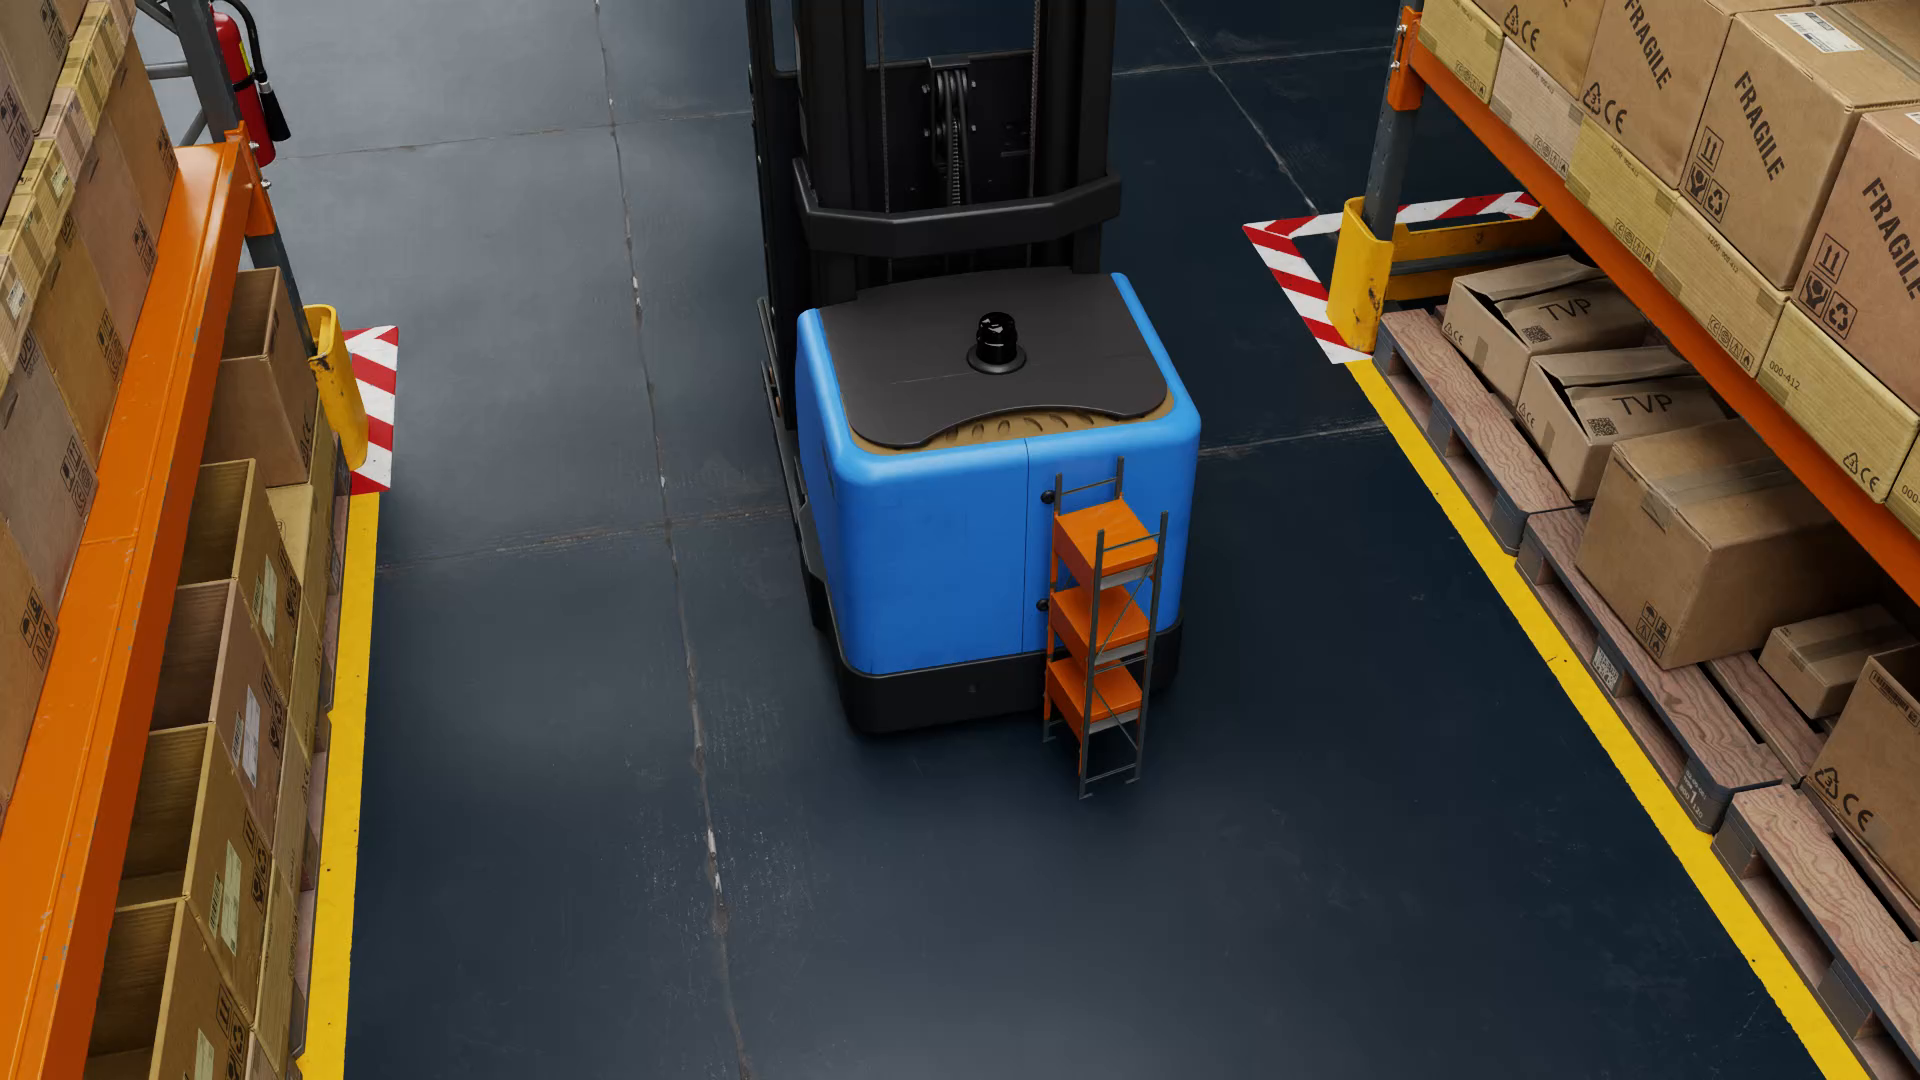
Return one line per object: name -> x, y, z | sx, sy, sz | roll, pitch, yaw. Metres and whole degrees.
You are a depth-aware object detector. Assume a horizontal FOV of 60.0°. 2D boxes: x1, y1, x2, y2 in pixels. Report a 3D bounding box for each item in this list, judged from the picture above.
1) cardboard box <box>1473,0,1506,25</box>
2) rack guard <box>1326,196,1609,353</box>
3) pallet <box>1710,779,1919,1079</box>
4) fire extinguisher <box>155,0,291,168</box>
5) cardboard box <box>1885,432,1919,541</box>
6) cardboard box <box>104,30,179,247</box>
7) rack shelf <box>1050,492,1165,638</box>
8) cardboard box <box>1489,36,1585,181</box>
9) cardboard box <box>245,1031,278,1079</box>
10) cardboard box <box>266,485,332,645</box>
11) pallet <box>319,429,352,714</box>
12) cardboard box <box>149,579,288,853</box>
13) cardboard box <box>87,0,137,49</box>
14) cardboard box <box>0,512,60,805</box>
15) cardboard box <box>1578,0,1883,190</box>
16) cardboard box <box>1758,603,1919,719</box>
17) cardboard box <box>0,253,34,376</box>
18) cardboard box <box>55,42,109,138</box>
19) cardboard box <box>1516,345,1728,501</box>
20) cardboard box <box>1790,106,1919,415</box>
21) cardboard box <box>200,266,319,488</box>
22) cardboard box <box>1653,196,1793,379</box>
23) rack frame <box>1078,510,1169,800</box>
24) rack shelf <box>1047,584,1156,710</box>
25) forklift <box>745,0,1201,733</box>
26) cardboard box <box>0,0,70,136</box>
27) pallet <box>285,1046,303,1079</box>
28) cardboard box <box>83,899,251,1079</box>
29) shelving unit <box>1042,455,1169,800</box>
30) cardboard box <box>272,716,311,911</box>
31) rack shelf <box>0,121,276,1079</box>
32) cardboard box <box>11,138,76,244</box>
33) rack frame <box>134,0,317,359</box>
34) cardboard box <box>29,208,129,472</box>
cardboard box -> 1.884, -1.980, 5.254 | 0.500, 0.500, 0.500 | -8, 42, -9
rack guard -> 2.091, -1.116, 6.631 | 1.175, 0.500, 0.348 | -8, 42, -9
pallet -> 2.759, 1.105, 4.346 | 1.003, 0.211, 1.213 | -8, 42, -9
fire extinguisher -> -2.333, -1.502, 5.241 | 0.296, 0.674, 0.183 | -8, 42, -9
cardboard box -> 2.440, -0.047, 3.641 | 0.500, 0.250, 0.500 | -8, 42, -9
cardboard box -> -2.673, -1.121, 4.678 | 0.700, 0.500, 0.500 | -8, 42, -9
rack shelf -> 0.392, 0.066, 4.473 | 0.215, 0.259, 0.240 | -16, 44, -17
cardboard box -> 1.996, -1.355, 5.115 | 0.500, 0.250, 0.500 | -10, 42, -11
cardboard box -> -1.805, 1.407, 3.660 | 0.500, 0.250, 0.500 | -8, 42, -9
cardboard box -> -2.238, 0.111, 5.120 | 0.500, 0.250, 0.500 | -8, 42, -9
pallet -> -2.556, 0.144, 5.428 | 1.003, 0.211, 1.213 | -8, 42, -9
cardboard box -> -2.018, 0.478, 4.142 | 0.500, 0.500, 0.500 | -8, 42, -9
cardboard box -> -2.493, -1.448, 4.557 | 0.380, 0.149, 0.250 | -9, 42, -10
cardboard box -> -2.225, 0.214, 3.174 | 0.700, 0.500, 0.500 | -8, 42, -9
cardboard box -> 2.087, -1.322, 4.513 | 0.500, 0.500, 0.500 | -10, 42, -11
cardboard box -> 2.612, 0.355, 4.907 | 0.380, 0.149, 0.250 | -12, 43, -13
cardboard box -> -2.156, -0.442, 3.425 | 0.380, 0.149, 0.250 | -9, 42, -10
cardboard box -> -2.380, -1.112, 4.180 | 0.380, 0.149, 0.250 | -9, 42, -10
cardboard box -> 2.259, -0.428, 5.667 | 0.500, 0.311, 0.500 | -5, 42, -6
cardboard box -> 2.322, -0.652, 3.758 | 0.500, 0.500, 0.500 | -9, 42, -11
cardboard box -> -2.355, -0.492, 5.235 | 0.500, 0.500, 0.500 | -8, 42, -9
cardboard box -> 2.207, -0.696, 4.373 | 0.500, 0.250, 0.500 | -8, 42, -9
rack frame -> 0.440, 0.345, 4.571 | 0.200, 1.050, 0.008 | -16, 44, -17
rack shelf -> 0.392, 0.278, 4.662 | 0.215, 0.259, 0.240 | -16, 44, -17
forklift -> -0.132, -1.505, 5.238 | 1.130, 2.935, 3.031 | -8, 42, -9
cardboard box -> -2.543, -1.232, 3.825 | 0.700, 0.500, 0.500 | -9, 42, -10
pallet -> -2.029, 1.726, 3.646 | 1.003, 0.211, 1.213 | -8, 42, -9
cardboard box -> -1.808, 1.127, 3.411 | 0.500, 0.500, 0.500 | -8, 42, -9
shelving unit -> 0.392, 0.270, 4.655 | 0.215, 1.050, 0.252 | -16, 44, -17
cardboard box -> -2.022, 0.759, 4.390 | 0.500, 0.250, 0.500 | -8, 42, -9
rack shelf -> -2.330, 0.177, 3.832 | 1.077, 0.370, 4.000 | -8, 42, -9
cardboard box -> -2.271, -0.779, 3.804 | 0.380, 0.149, 0.250 | -7, 42, -8
rack frame -> -2.762, -1.388, 5.054 | 1.000, 3.000, 0.127 | -8, 42, -9
cardboard box -> -2.454, -0.459, 3.932 | 0.700, 0.500, 0.500 | -8, 42, -9
